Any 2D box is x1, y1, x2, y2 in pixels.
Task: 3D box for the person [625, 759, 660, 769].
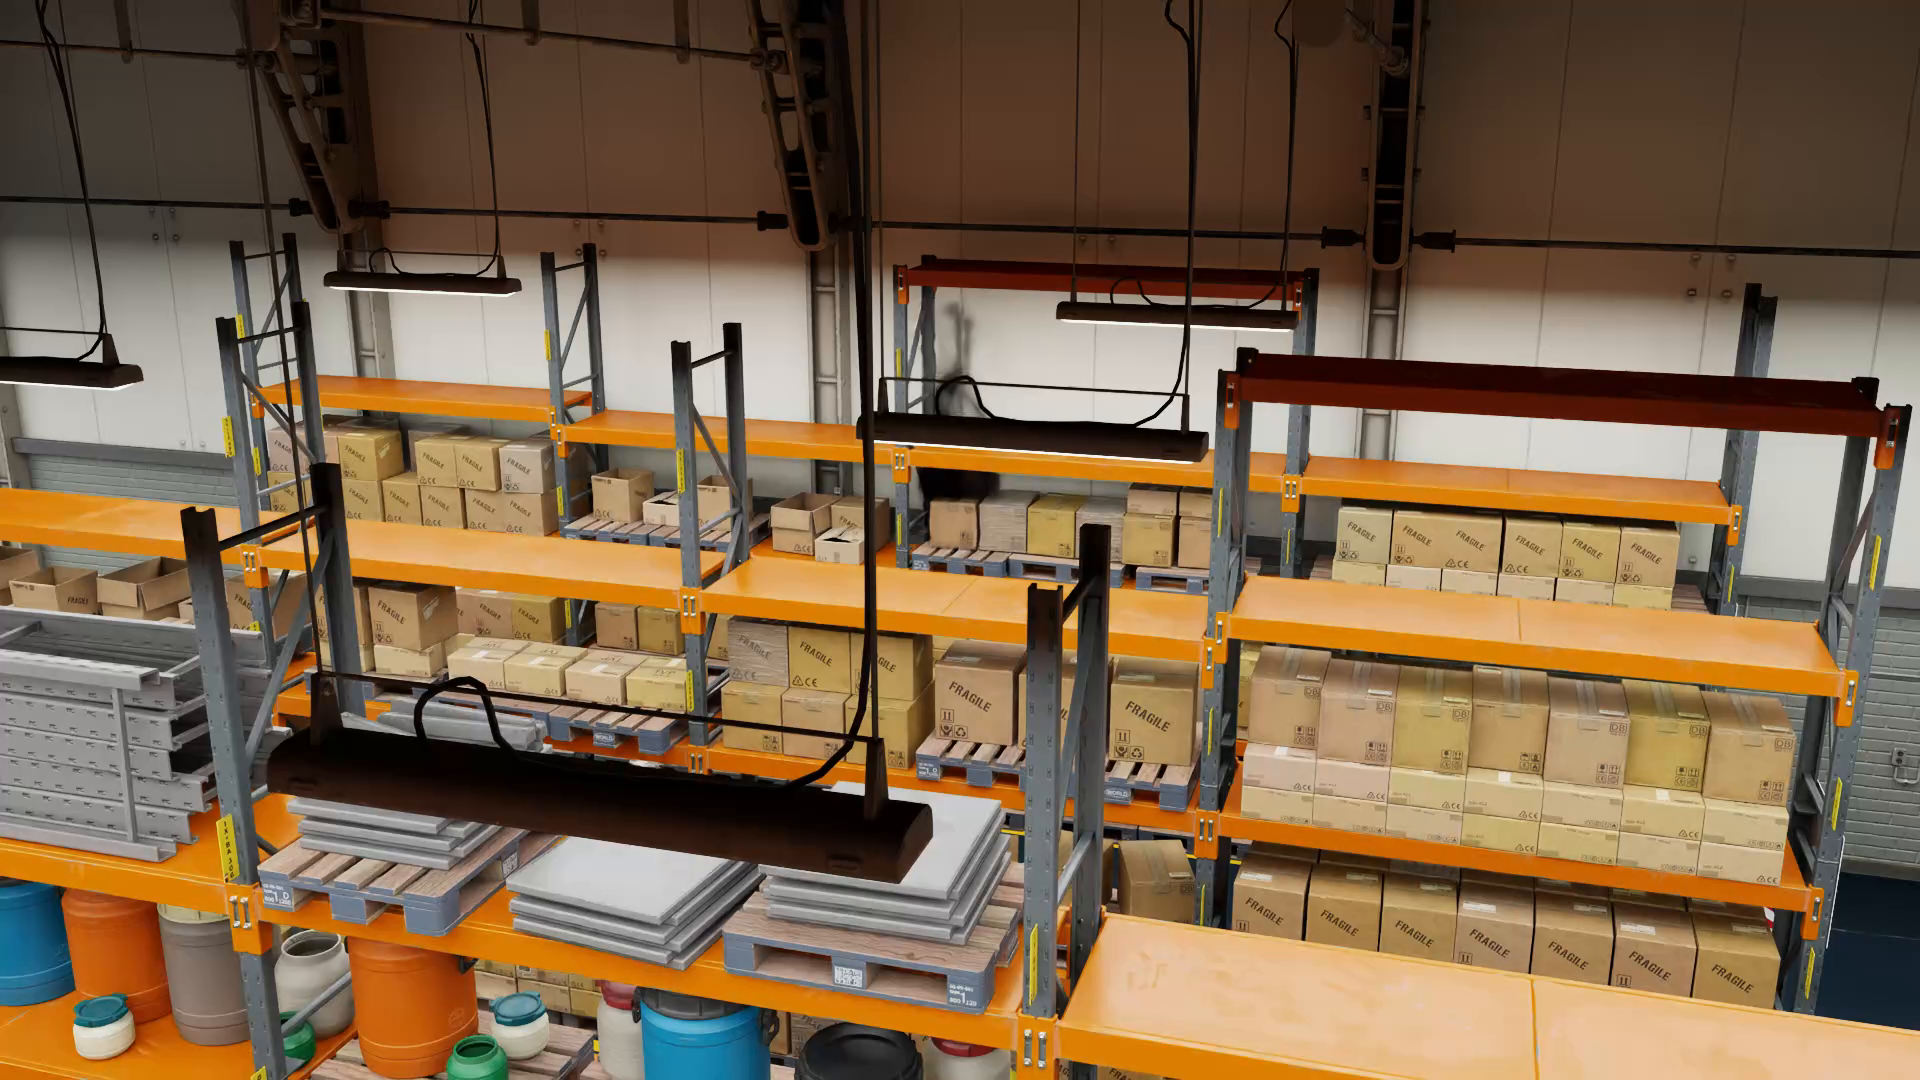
[{"bbox_3d":[-3.144,2.618,16.683,0.588,1.655,0.563,2,16,7],"label":"person"}]
